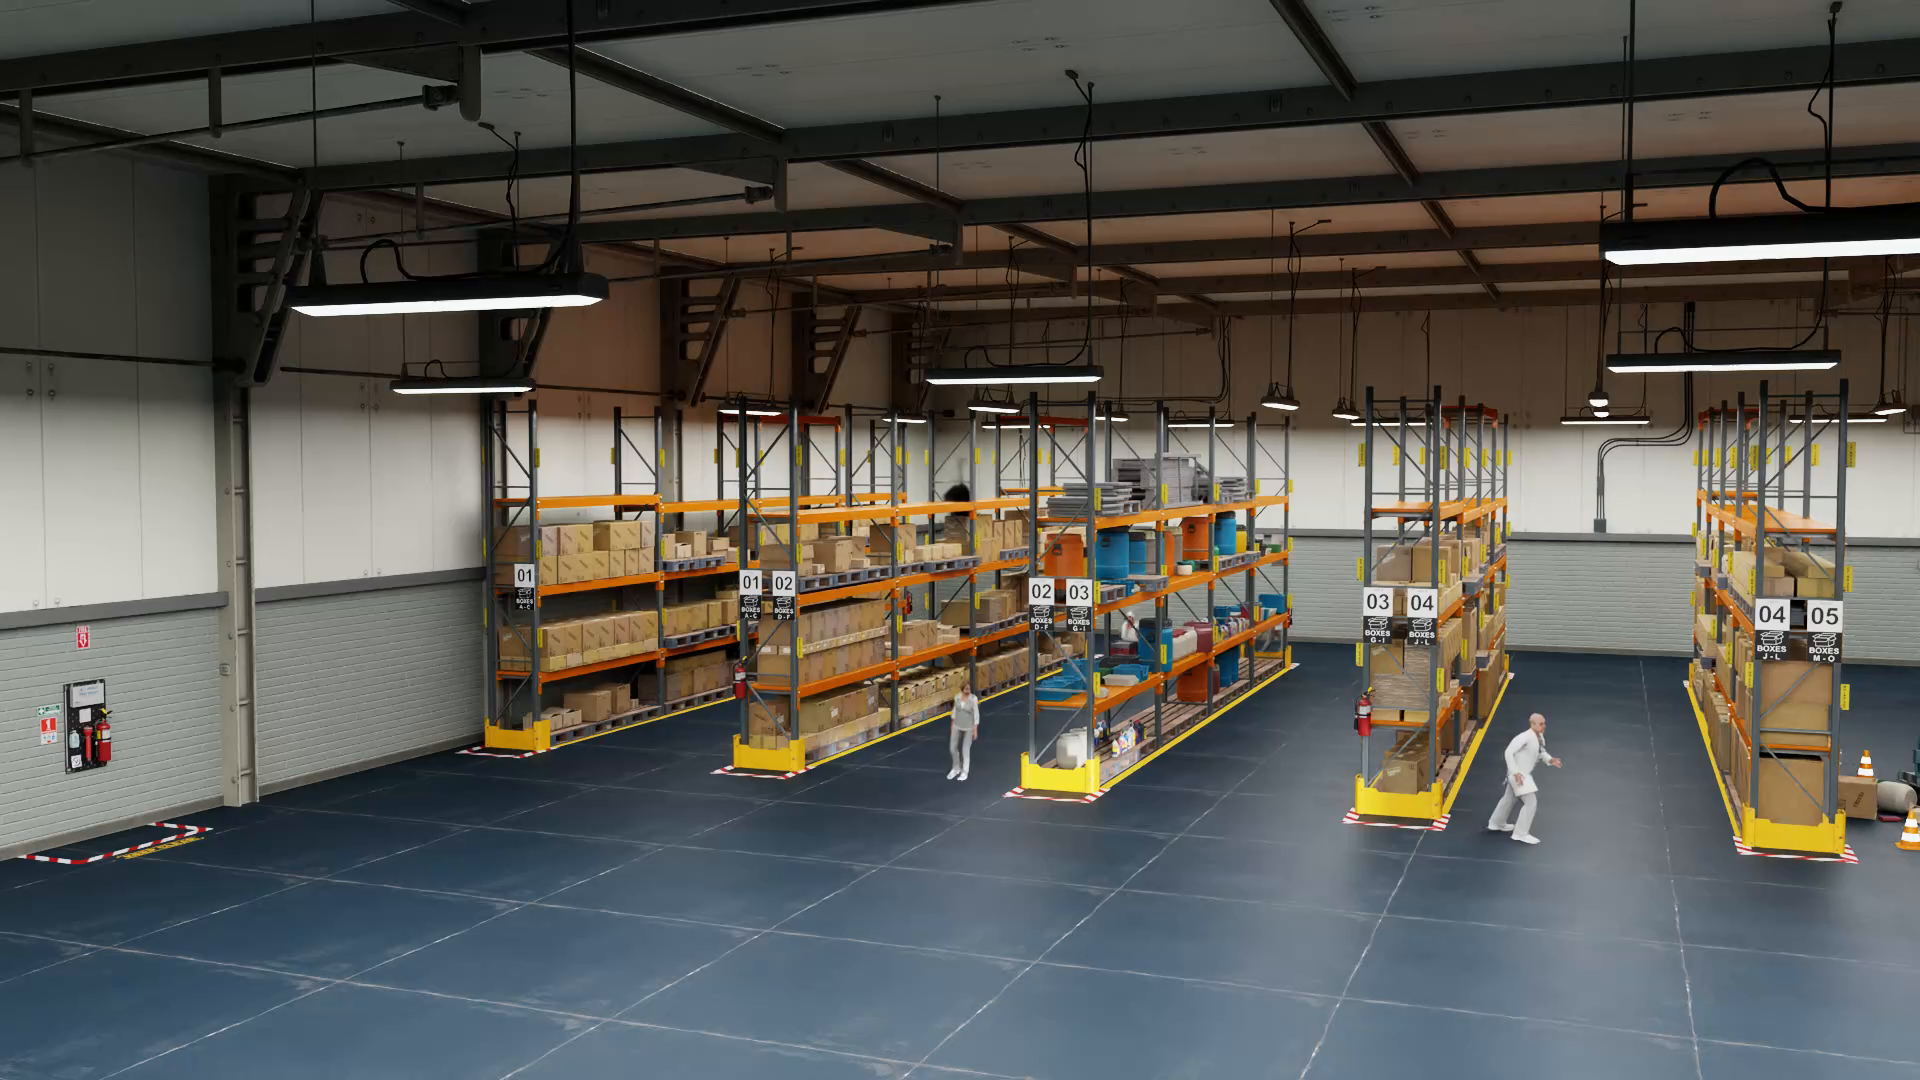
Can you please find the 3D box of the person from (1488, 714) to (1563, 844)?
[{"bbox_3d":[7.375,3.139,21.768,0.969,1.602,0.763,2,3,33],"label":"person"}]

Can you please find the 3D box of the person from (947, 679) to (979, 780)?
[{"bbox_3d":[0.045,2.932,25.650,0.530,1.564,0.413,1,3,14],"label":"person"}]

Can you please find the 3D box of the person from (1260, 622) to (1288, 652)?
[{"bbox_3d":[7.743,2.185,40.864,0.617,1.628,0.855,-2,3,-33],"label":"person"}]

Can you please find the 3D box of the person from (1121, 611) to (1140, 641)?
[{"bbox_3d":[3.607,2.379,35.418,0.673,1.737,0.785,2,3,31],"label":"person"}]
